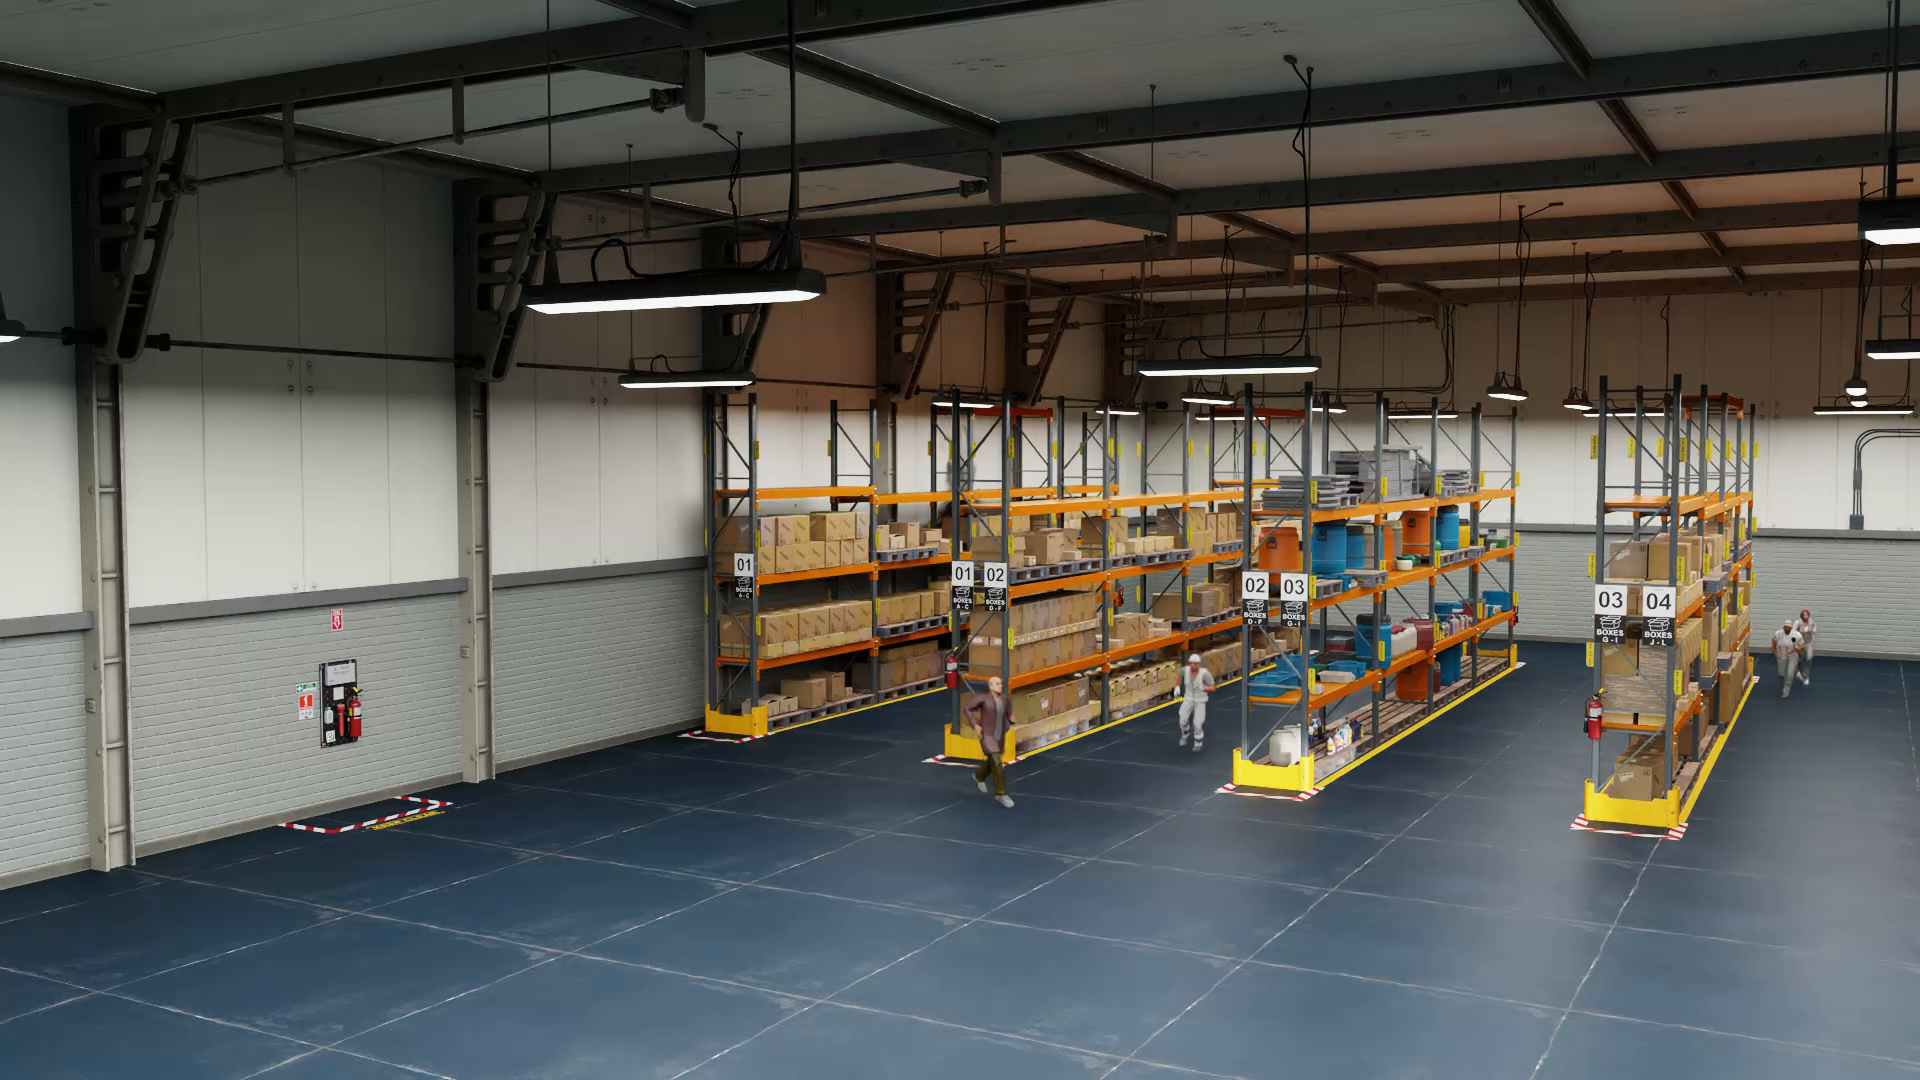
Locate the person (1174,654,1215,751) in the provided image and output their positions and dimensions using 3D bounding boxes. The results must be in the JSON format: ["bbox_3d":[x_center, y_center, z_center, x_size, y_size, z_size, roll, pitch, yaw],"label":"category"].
[{"bbox_3d":[3.866,2.707,27.625,0.768,1.682,0.689,1,3,22],"label":"person"}]

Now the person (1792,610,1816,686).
[{"bbox_3d":[18.073,2.298,35.645,0.545,1.642,0.847,1,3,16],"label":"person"}]

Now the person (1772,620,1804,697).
[{"bbox_3d":[16.787,2.406,33.737,0.597,1.599,0.722,2,4,29],"label":"person"}]

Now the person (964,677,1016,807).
[{"bbox_3d":[0.431,2.827,23.646,0.720,1.794,1.072,-3,4,-39],"label":"person"}]
